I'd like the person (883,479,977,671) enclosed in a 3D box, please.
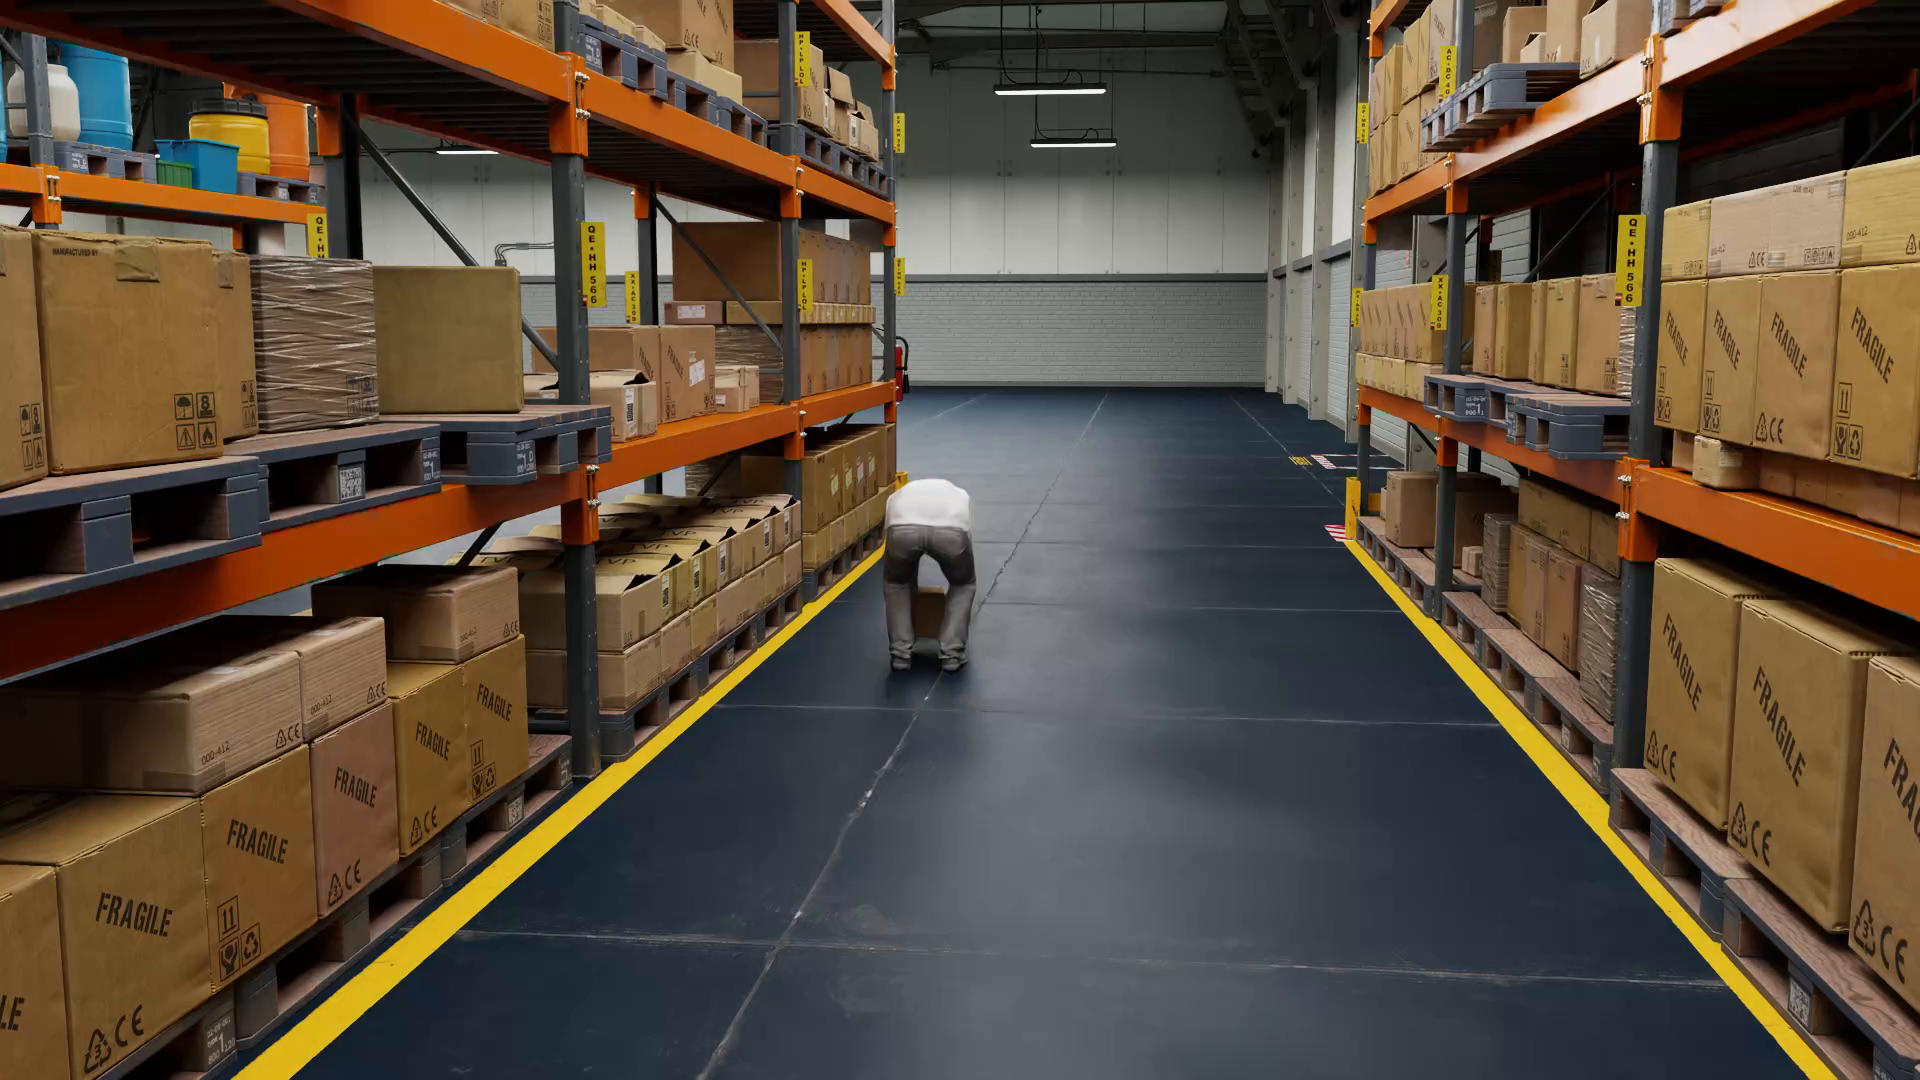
[{"bbox_3d":[-0.159,0.150,8.991,0.506,1.001,0.999,0,8,3],"label":"person"}]
